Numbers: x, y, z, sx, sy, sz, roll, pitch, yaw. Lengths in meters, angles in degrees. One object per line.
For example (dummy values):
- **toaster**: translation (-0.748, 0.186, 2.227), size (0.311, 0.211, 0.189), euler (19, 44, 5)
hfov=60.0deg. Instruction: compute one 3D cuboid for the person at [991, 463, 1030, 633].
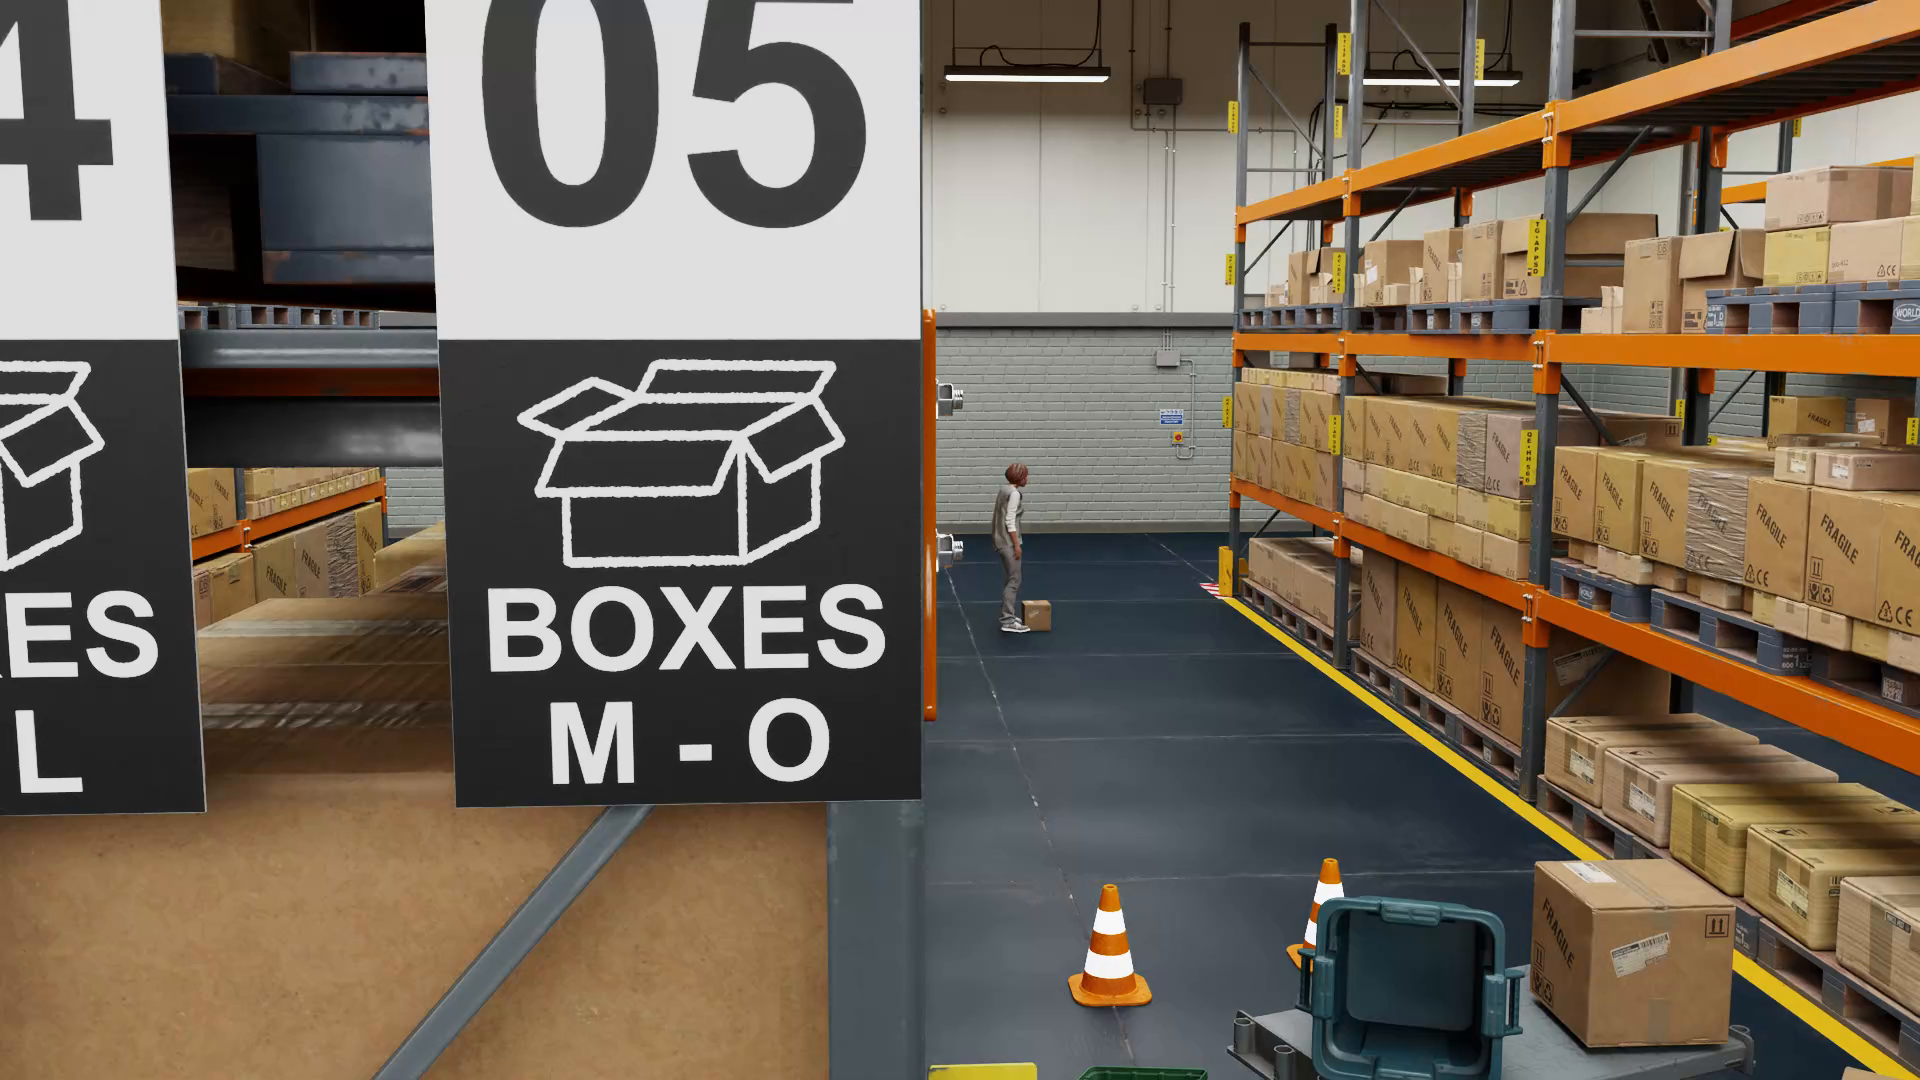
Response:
- **person**: translation (0.497, 0.061, 15.816), size (0.378, 1.592, 0.482), euler (-1, 7, -7)
